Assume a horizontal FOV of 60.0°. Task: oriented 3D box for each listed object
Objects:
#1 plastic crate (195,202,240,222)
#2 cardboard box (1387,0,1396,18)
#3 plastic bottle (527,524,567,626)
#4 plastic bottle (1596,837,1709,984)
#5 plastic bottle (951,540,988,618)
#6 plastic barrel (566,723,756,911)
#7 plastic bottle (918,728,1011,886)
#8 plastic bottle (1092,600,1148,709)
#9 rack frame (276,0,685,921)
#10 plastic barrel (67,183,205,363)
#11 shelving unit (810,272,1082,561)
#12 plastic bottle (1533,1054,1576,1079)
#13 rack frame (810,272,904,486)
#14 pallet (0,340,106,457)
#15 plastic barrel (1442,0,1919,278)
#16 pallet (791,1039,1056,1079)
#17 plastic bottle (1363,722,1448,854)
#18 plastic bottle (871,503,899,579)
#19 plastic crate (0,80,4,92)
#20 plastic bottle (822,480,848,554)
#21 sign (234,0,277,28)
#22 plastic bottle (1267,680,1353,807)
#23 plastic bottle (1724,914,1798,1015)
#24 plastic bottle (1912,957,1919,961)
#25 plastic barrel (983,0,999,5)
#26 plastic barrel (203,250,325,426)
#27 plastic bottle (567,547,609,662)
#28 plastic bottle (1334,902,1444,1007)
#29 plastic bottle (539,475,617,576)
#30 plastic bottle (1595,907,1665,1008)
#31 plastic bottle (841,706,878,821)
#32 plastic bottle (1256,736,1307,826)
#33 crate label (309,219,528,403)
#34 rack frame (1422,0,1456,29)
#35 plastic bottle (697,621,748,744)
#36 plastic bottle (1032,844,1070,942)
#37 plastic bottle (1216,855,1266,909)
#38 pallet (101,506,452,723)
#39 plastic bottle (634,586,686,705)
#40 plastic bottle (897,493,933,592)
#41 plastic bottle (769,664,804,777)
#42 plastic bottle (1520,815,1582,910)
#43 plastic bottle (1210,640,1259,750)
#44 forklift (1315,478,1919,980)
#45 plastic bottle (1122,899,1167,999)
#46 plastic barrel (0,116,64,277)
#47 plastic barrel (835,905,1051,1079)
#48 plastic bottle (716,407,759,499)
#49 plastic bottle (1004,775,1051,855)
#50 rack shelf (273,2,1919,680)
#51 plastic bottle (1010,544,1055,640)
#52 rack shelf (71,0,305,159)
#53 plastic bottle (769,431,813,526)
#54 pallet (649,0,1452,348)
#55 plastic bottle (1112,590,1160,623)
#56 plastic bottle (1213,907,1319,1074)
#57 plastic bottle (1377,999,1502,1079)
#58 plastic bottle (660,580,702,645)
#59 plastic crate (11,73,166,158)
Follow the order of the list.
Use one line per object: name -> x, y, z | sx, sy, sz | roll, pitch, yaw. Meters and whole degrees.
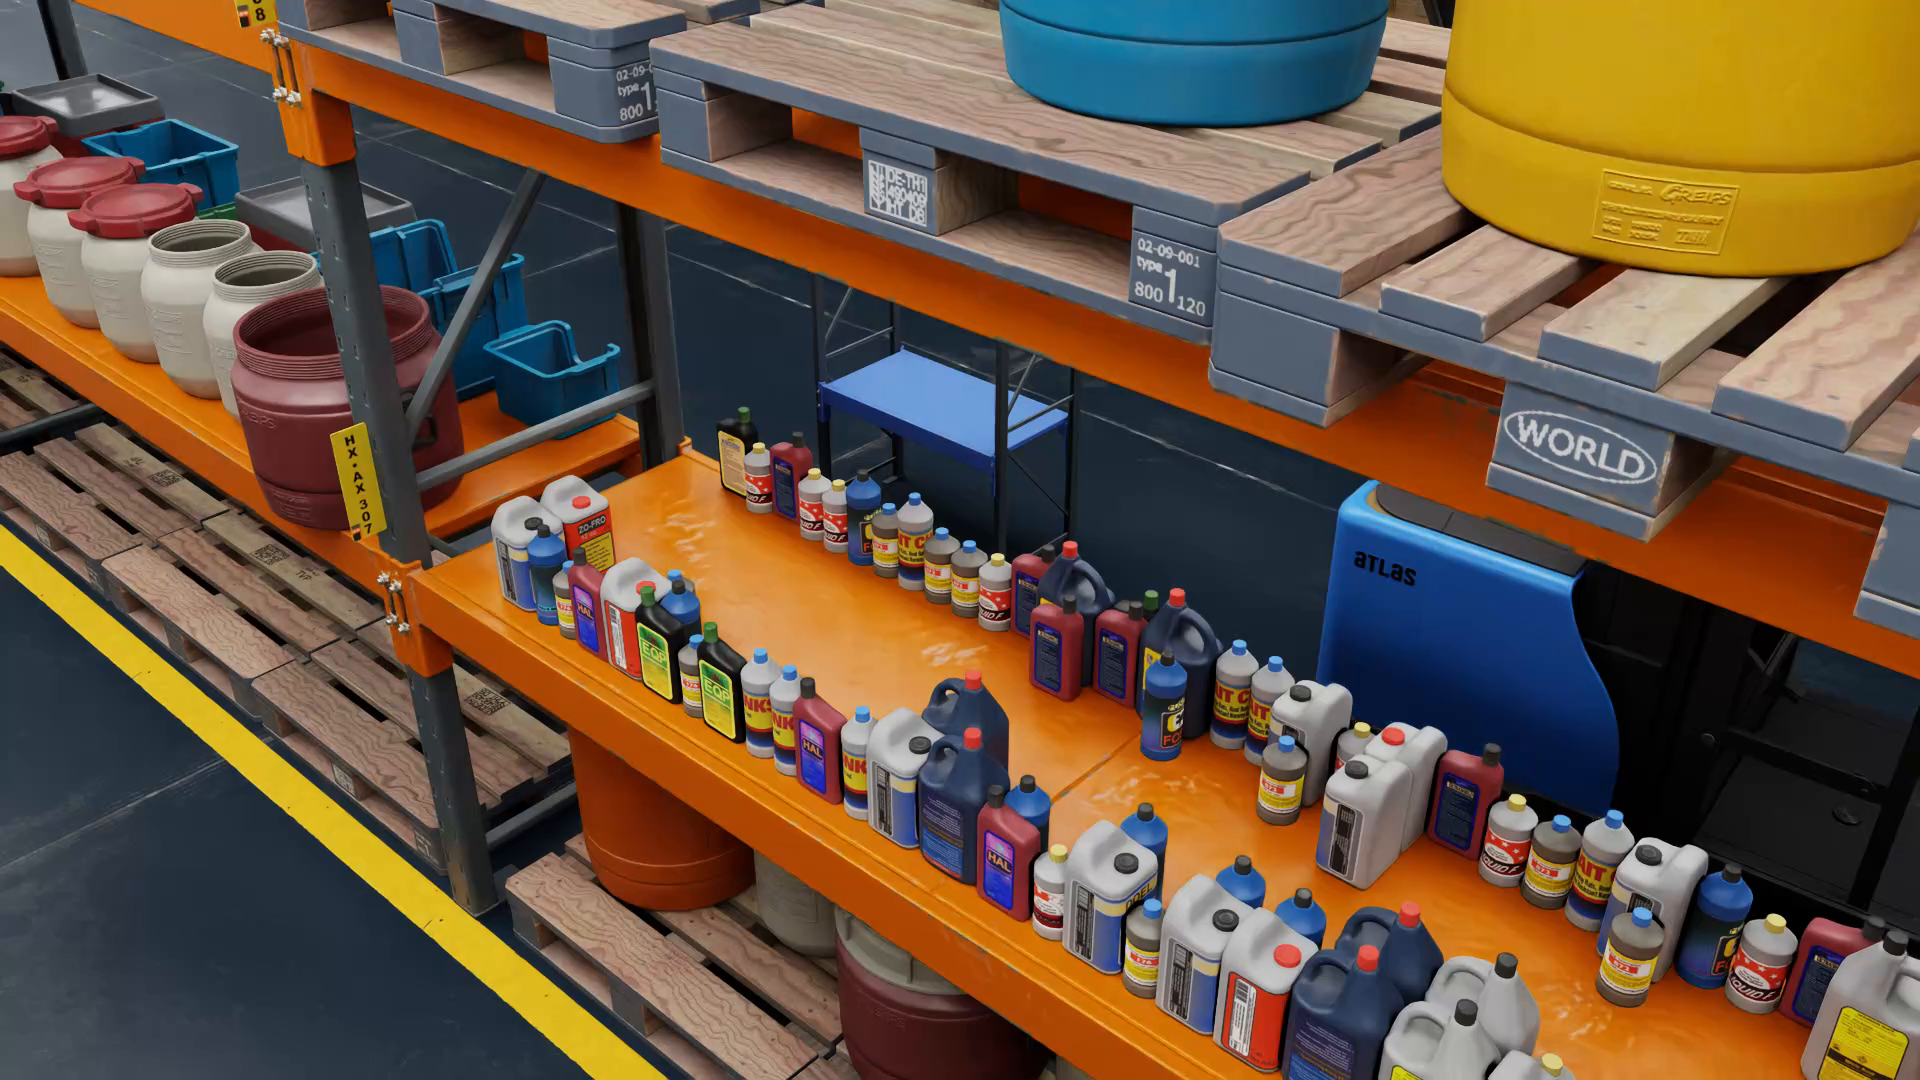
plastic crate -> -2.724, -1.094, 6.365 | 0.662, 0.188, 0.450 | 25, 39, 35
cardboard box -> 3.417, -4.178, 13.278 | 0.500, 0.500, 0.700 | 24, 39, 34
plastic bottle -> -1.067, 0.084, 4.327 | 0.097, 0.271, 0.097 | 0, 31, 0
plastic bottle -> 1.368, 0.710, 3.283 | 0.135, 0.276, 0.152 | 25, 39, 35
plastic bottle -> 0.025, 0.096, 4.376 | 0.097, 0.201, 0.097 | 0, 31, 0
plastic barrel -> -0.865, 0.617, 5.013 | 0.708, 0.830, 0.600 | 25, 39, 35
plastic bottle -> 0.009, 0.536, 3.499 | 0.185, 0.351, 0.144 | 25, 39, 35
plastic bottle -> 0.390, 0.260, 4.022 | 0.133, 0.283, 0.061 | 25, 39, 35
rack frame -> -1.239, -0.295, 4.832 | 0.127, 3.000, 1.000 | 25, 39, 35
plastic barrel -> -2.778, -0.919, 5.737 | 0.433, 0.535, 0.433 | 0, 31, 0
shelving unit -> -0.063, -0.672, 6.912 | 1.048, 1.500, 0.538 | 25, 39, 35
plastic bottle -> 1.017, 0.981, 2.905 | 0.097, 0.201, 0.097 | 0, 31, 0
rack frame -> -0.440, -0.848, 7.204 | 0.032, 1.500, 0.500 | 25, 39, 35
pallet -> -4.675, -0.733, 8.264 | 1.213, 0.211, 1.003 | 25, 39, 35
plastic barrel -> 0.914, -0.695, 1.998 | 0.600, 0.588, 0.600 | 0, 31, 0
pallet -> 0.274, 1.579, 4.423 | 1.213, 0.211, 1.003 | 25, 39, 35
plastic bottle -> 0.953, 0.516, 3.605 | 0.135, 0.276, 0.152 | 25, 39, 35
plastic bottle -> -0.192, -0.005, 4.543 | 0.097, 0.201, 0.097 | 0, 31, 0
plastic crate -> -5.022, -2.167, 8.146 | 0.662, 0.188, 0.450 | 25, 39, 35
plastic bottle -> -0.336, -0.073, 4.655 | 0.097, 0.201, 0.097 | 0, 31, 0
sign -> -1.603, -1.323, 3.732 | 0.005, 0.325, 0.100 | 25, 39, 35
plastic bottle -> 0.781, 0.436, 3.738 | 0.135, 0.276, 0.152 | 25, 39, 35
plastic bottle -> 1.544, 0.805, 3.197 | 0.097, 0.201, 0.097 | 0, 31, 0
plastic bottle -> 1.741, 0.849, 3.045 | 0.133, 0.283, 0.061 | 25, 39, 35
plastic barrel -> 0.177, -1.263, 2.992 | 0.433, 0.535, 0.433 | 0, 31, 0
plastic barrel -> -2.145, -0.618, 5.259 | 0.421, 0.512, 0.421 | 0, 31, 0
plastic bottle -> -0.922, 0.159, 4.190 | 0.133, 0.283, 0.061 | 25, 39, 35
plastic bottle -> 0.785, 0.798, 3.064 | 0.185, 0.351, 0.144 | 25, 39, 35
plastic bottle -> -1.033, -0.027, 4.507 | 0.135, 0.276, 0.152 | 25, 39, 35
plastic bottle -> 1.298, 0.796, 3.212 | 0.097, 0.201, 0.097 | 0, 31, 0
plastic bottle -> -0.211, 0.483, 3.663 | 0.097, 0.271, 0.097 | 0, 31, 0
plastic bottle -> 0.711, 0.522, 3.668 | 0.097, 0.201, 0.097 | 0, 31, 0
crate label -> -1.794, -0.758, 5.566 | 0.616, 0.435, 0.502 | 25, 39, 35
rack frame -> 2.088, -2.188, 7.976 | 0.127, 3.000, 1.000 | 25, 39, 35
plastic bottle -> -0.552, 0.332, 3.904 | 0.133, 0.283, 0.061 | 25, 39, 35
plastic bottle -> 0.197, 0.704, 3.365 | 0.097, 0.201, 0.097 | 0, 31, 0
plastic bottle -> 0.543, 0.730, 3.254 | 0.097, 0.271, 0.097 | 0, 31, 0
pallet -> -2.688, 0.194, 6.723 | 1.213, 0.211, 1.003 | 25, 39, 35
plastic bottle -> -0.723, 0.252, 4.036 | 0.133, 0.283, 0.061 | 25, 39, 35
plastic bottle -> -0.120, -0.002, 4.469 | 0.097, 0.271, 0.097 | 0, 31, 0
plastic bottle -> -0.382, 0.404, 3.796 | 0.097, 0.271, 0.097 | 0, 31, 0
plastic bottle -> 1.228, 0.657, 3.442 | 0.097, 0.201, 0.097 | 0, 31, 0
plastic bottle -> 0.641, 0.353, 3.880 | 0.097, 0.271, 0.097 | 0, 31, 0
forklift -> 2.687, -0.179, 4.706 | 3.031, 2.935, 1.130 | 22, 37, 32
plastic bottle -> 0.369, 0.784, 3.232 | 0.097, 0.201, 0.097 | 0, 31, 0
plastic barrel -> -3.643, -1.323, 6.407 | 0.433, 0.535, 0.433 | 0, 31, 0
plastic barrel -> -0.028, 1.112, 4.426 | 0.708, 0.588, 0.600 | 25, 39, 35
plastic bottle -> -0.653, -0.268, 4.901 | 0.133, 0.283, 0.061 | 25, 39, 35
plastic bottle -> 0.139, 0.604, 3.462 | 0.097, 0.271, 0.097 | 0, 31, 0
rack shelf -> 0.244, -0.580, 3.094 | 4.000, 0.370, 1.077 | 25, 39, 35
plastic bottle -> 0.195, 0.127, 4.244 | 0.133, 0.283, 0.061 | 25, 39, 35
rack shelf -> -2.722, -1.964, 5.394 | 4.000, 0.370, 1.077 | 25, 39, 35
plastic bottle -> -0.482, -0.189, 4.768 | 0.133, 0.283, 0.061 | 25, 39, 35
pallet -> 0.237, -0.740, 2.846 | 1.213, 0.211, 1.003 | 25, 39, 35
plastic bottle -> 0.431, 0.237, 4.061 | 0.133, 0.283, 0.061 | 25, 39, 35
plastic bottle -> 0.573, 0.828, 3.086 | 0.135, 0.276, 0.152 | 25, 39, 35
plastic bottle -> 0.826, 0.917, 2.866 | 0.185, 0.351, 0.144 | 25, 39, 35
plastic bottle -> -0.684, 0.221, 4.100 | 0.097, 0.271, 0.097 | 0, 31, 0
plastic crate -> -3.640, -1.657, 7.031 | 0.583, 0.464, 0.402 | 25, 39, 35
